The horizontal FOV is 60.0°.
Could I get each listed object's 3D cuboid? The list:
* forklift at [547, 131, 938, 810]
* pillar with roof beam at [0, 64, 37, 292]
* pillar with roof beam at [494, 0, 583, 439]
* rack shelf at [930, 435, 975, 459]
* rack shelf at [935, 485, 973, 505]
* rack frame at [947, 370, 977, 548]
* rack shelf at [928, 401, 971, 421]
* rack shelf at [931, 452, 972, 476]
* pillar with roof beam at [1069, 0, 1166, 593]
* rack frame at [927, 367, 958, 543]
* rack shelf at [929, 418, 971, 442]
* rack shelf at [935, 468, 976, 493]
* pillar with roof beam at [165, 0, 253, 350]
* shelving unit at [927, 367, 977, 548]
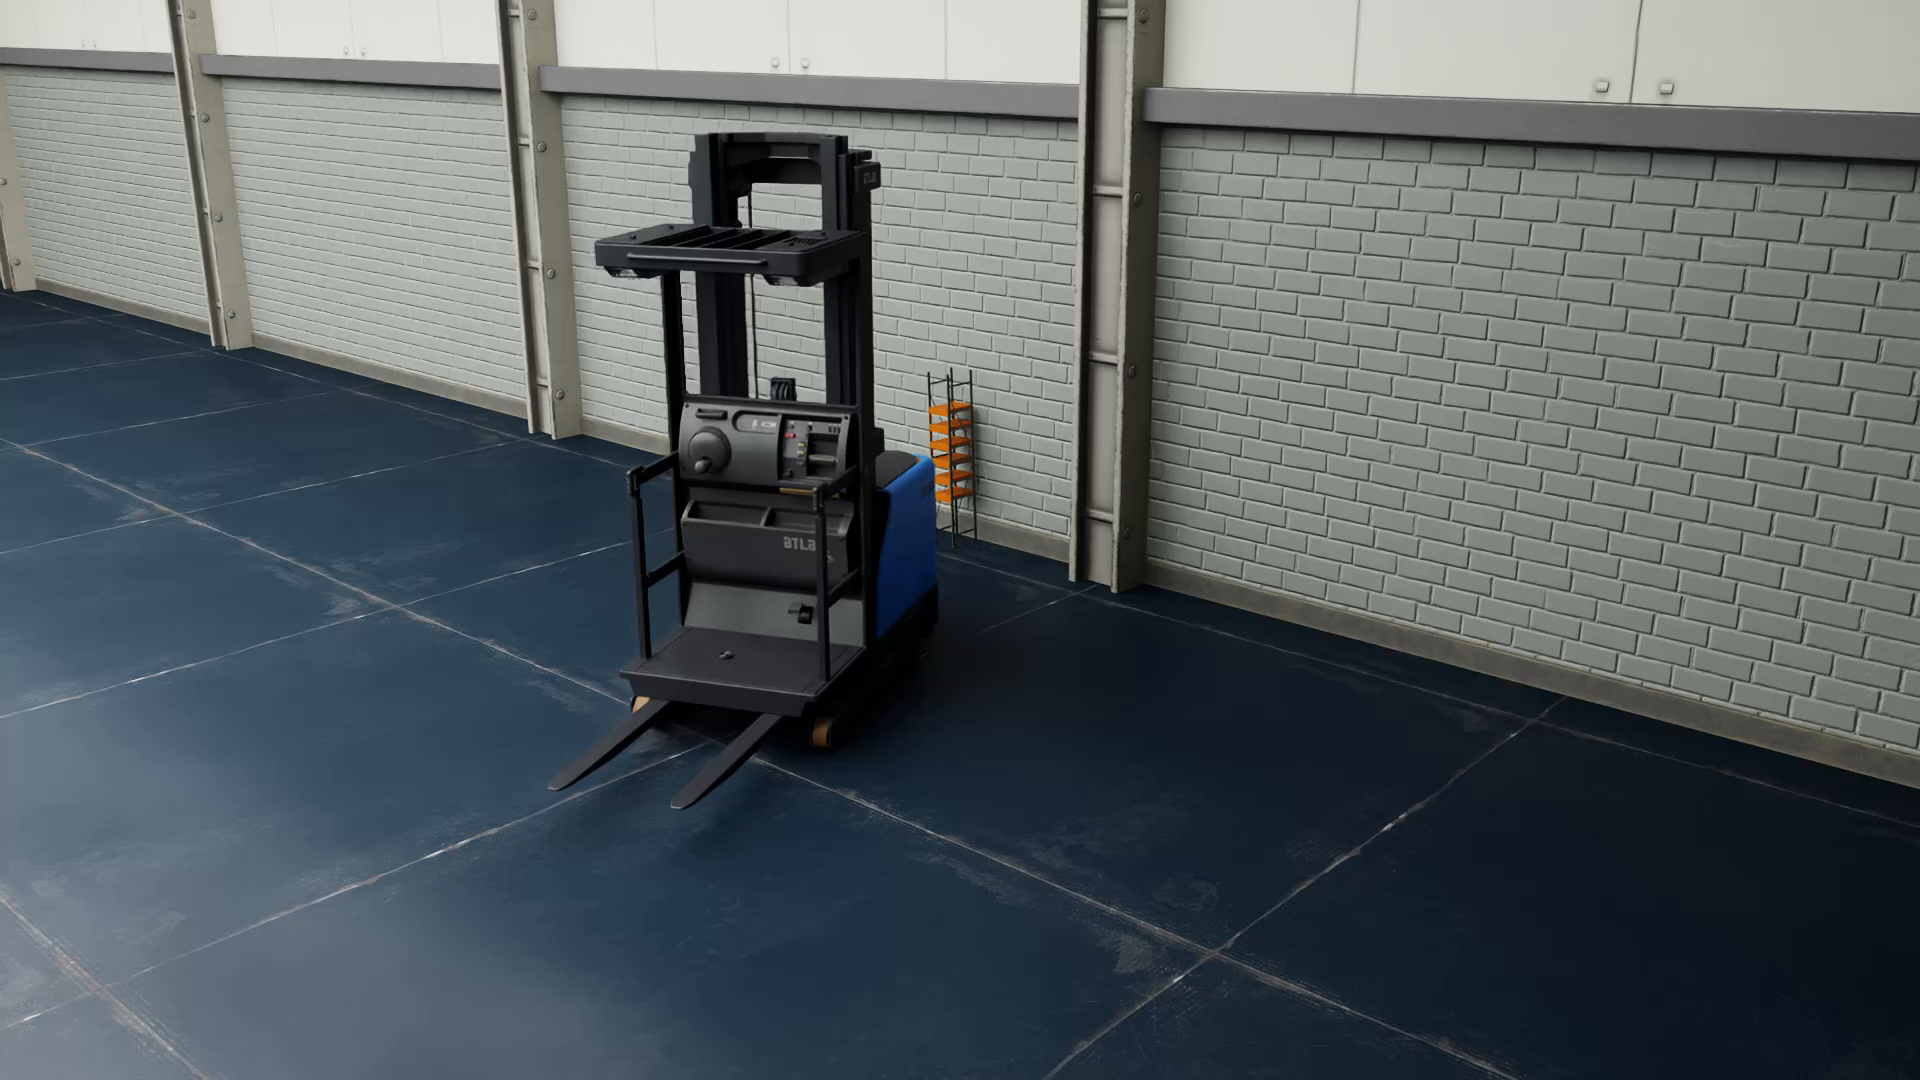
[{"bbox_3d":[-1.062,-0.486,8.297,1.130,2.935,3.031,5,18,17],"label":"forklift"},{"bbox_3d":[-15.368,-6.665,17.737,0.400,9.000,9.100,15,23,39],"label":"pillar with roof beam"},{"bbox_3d":[-6.392,-4.256,10.145,0.400,9.000,9.100,15,23,39],"label":"pillar with roof beam"},{"bbox_3d":[-0.053,-0.638,11.377,0.180,0.103,0.258,13,22,43],"label":"rack shelf"},{"bbox_3d":[-0.042,-0.292,11.476,0.180,0.103,0.258,13,22,43],"label":"rack shelf"},{"bbox_3d":[0.015,-0.550,11.336,0.006,1.200,0.240,13,22,43],"label":"rack frame"},{"bbox_3d":[-0.061,-0.869,11.312,0.180,0.103,0.258,13,22,43],"label":"rack shelf"},{"bbox_3d":[-0.050,-0.523,11.410,0.180,0.103,0.258,13,22,43],"label":"rack shelf"},{"bbox_3d":[-1.905,-3.051,6.349,0.400,9.000,9.100,15,23,39],"label":"pillar with roof beam"},{"bbox_3d":[-0.117,-0.581,11.460,0.006,1.200,0.240,13,22,43],"label":"rack frame"},{"bbox_3d":[-0.057,-0.754,11.345,0.180,0.103,0.258,13,22,43],"label":"rack shelf"},{"bbox_3d":[-0.046,-0.408,11.443,0.180,0.103,0.258,13,22,43],"label":"rack shelf"},{"bbox_3d":[-10.880,-5.460,13.941,0.400,9.000,9.100,15,23,39],"label":"pillar with roof beam"},{"bbox_3d":[-0.051,-0.566,11.398,0.189,1.200,0.258,13,22,43],"label":"shelving unit"}]
